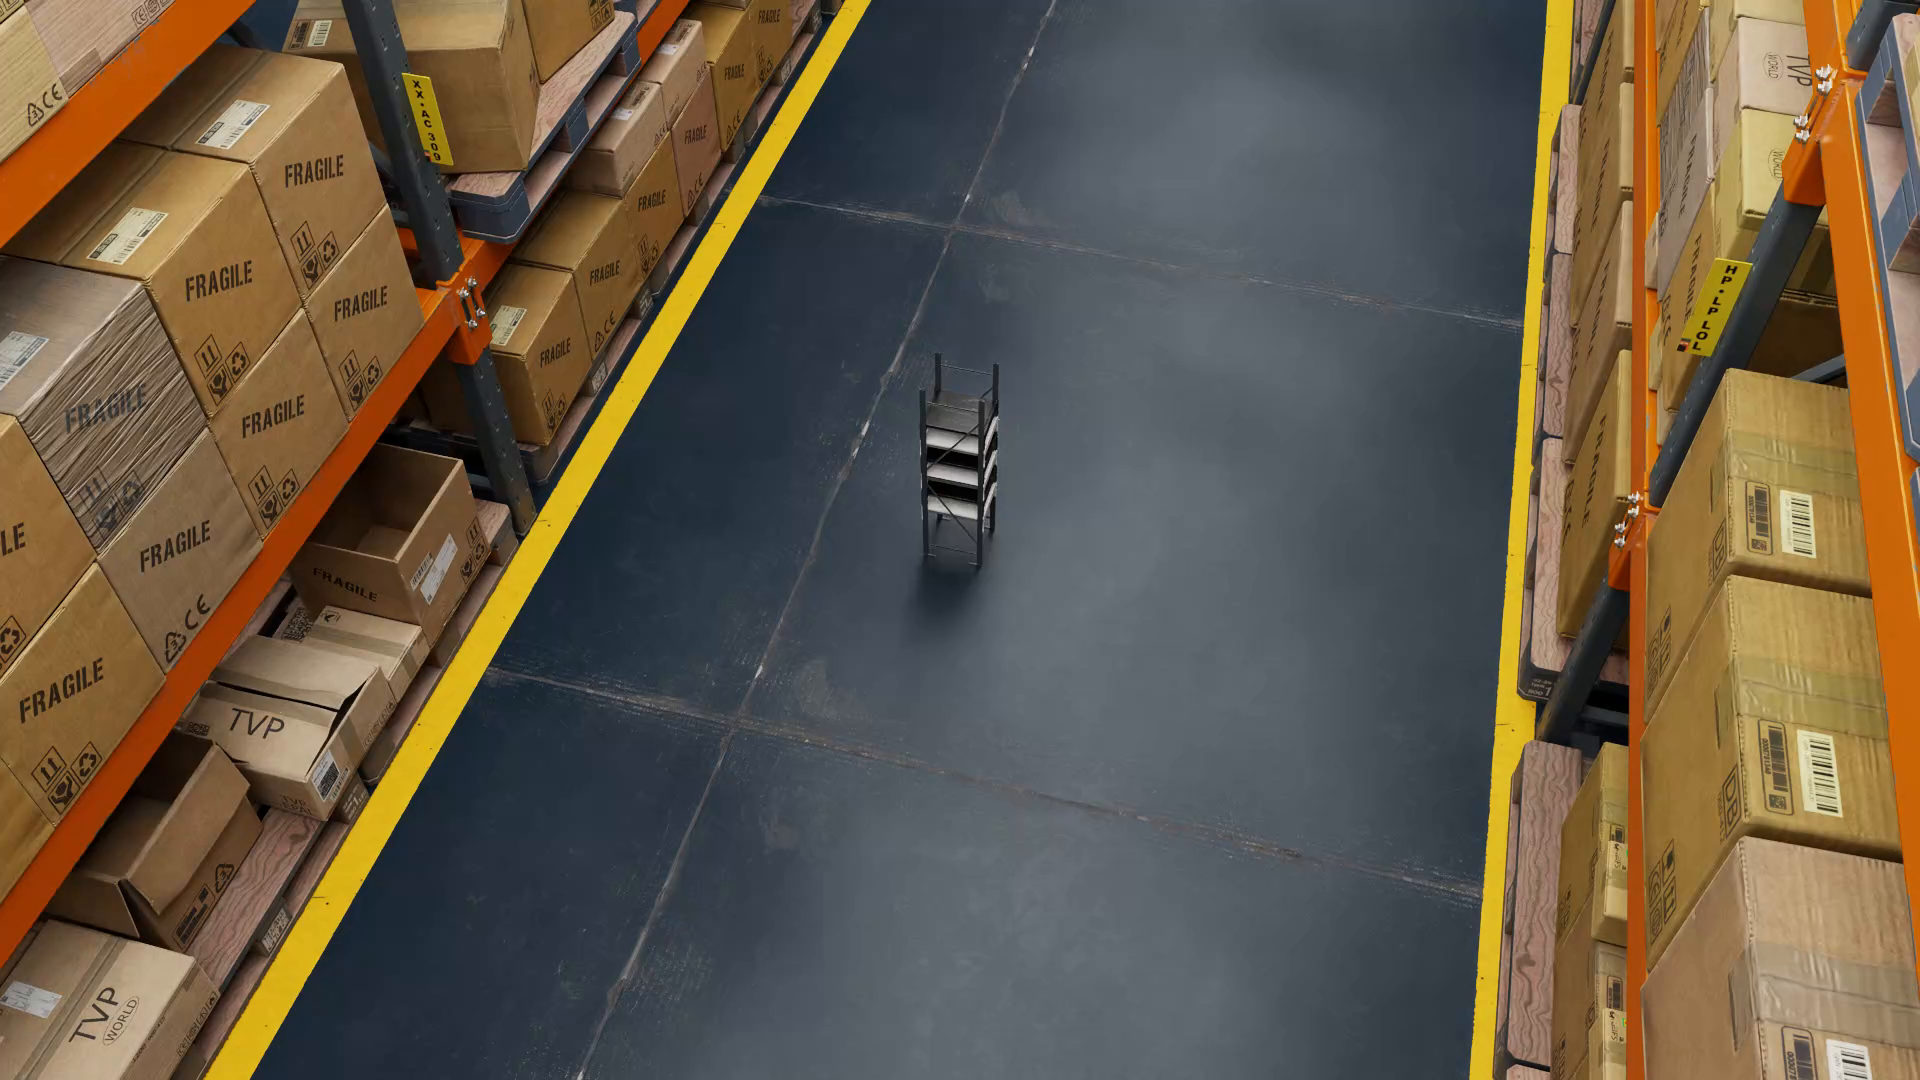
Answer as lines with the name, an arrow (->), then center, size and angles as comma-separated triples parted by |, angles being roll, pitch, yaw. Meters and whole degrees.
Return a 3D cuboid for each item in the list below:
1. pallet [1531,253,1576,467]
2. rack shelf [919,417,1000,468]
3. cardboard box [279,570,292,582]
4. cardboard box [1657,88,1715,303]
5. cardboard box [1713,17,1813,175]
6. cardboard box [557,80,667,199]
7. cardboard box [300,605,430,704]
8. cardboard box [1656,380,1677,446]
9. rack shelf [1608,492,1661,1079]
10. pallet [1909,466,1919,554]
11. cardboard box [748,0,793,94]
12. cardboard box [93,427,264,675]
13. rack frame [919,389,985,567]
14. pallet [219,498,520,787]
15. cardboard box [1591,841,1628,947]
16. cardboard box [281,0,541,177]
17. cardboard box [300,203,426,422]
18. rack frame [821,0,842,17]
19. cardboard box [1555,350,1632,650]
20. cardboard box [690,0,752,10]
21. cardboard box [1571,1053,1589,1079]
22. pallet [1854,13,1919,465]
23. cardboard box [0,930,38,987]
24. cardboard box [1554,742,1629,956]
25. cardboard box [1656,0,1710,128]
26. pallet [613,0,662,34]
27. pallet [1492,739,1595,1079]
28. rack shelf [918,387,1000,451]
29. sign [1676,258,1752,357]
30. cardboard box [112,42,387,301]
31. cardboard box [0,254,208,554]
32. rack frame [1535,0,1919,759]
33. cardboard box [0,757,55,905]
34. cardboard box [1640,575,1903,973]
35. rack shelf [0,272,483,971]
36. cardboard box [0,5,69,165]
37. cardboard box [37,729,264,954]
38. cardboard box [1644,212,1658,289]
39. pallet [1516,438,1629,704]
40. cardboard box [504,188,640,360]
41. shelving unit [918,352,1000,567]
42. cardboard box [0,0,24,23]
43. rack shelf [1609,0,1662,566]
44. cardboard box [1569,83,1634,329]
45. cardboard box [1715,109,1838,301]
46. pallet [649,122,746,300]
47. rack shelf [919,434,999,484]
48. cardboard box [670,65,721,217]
pallet -> 3.018, -0.705, 7.150 | 1.003, 0.211, 1.213 | 12, 50, 10
rack shelf -> -0.002, -0.389, 6.216 | 0.258, 0.077, 0.200 | 12, 50, 10
cardboard box -> -2.531, -0.139, 6.291 | 0.500, 0.311, 0.500 | 12, 50, 10
cardboard box -> 2.571, -1.062, 5.327 | 0.500, 0.500, 0.500 | 12, 50, 10
cardboard box -> 2.588, -1.312, 5.047 | 0.500, 0.250, 0.500 | 13, 50, 11
cardboard box -> -1.586, -1.736, 7.074 | 0.500, 0.250, 0.500 | 12, 50, 10
cardboard box -> -2.129, 0.405, 5.919 | 0.380, 0.149, 0.250 | 12, 50, 10
cardboard box -> 2.384, -0.393, 5.169 | 0.380, 0.149, 0.250 | 12, 50, 10
rack shelf -> 2.042, 1.516, 3.810 | 1.077, 0.370, 4.000 | 12, 50, 10
pallet -> 2.020, 0.337, 2.429 | 1.003, 0.211, 1.213 | 12, 50, 10
cardboard box -> -1.179, -2.633, 8.366 | 0.500, 0.500, 0.500 | 13, 50, 12
cardboard box -> -2.363, -0.020, 4.619 | 0.500, 0.500, 0.500 | 13, 50, 11
rack frame -> -0.029, -0.218, 6.261 | 0.240, 0.900, 0.006 | 12, 50, 10
pallet -> -2.393, 0.276, 6.285 | 1.003, 0.211, 1.213 | 12, 50, 10
cardboard box -> 2.006, 1.037, 4.707 | 0.380, 0.149, 0.250 | 13, 50, 11
cardboard box -> -1.871, -1.614, 5.746 | 0.700, 0.500, 0.500 | -3, 49, -3
cardboard box -> -2.096, -0.765, 5.276 | 0.500, 0.500, 0.500 | 12, 50, 11
rack frame -> -1.159, -4.037, 8.231 | 1.000, 3.000, 0.127 | 12, 50, 10
cardboard box -> 2.614, -0.092, 5.903 | 0.750, 0.750, 0.750 | 12, 50, 10
cardboard box -> -1.189, -2.839, 8.048 | 0.500, 0.250, 0.500 | 13, 50, 11
cardboard box -> 2.000, 1.773, 4.490 | 0.700, 0.500, 0.500 | 13, 50, 11
pallet -> 2.343, -0.542, 3.206 | 1.003, 0.211, 1.213 | 12, 50, 10
cardboard box -> -3.080, 1.391, 4.981 | 0.500, 0.250, 0.500 | 12, 50, 10
cardboard box -> 2.273, 1.040, 5.138 | 0.700, 0.500, 0.500 | 12, 50, 11
cardboard box -> 2.838, -1.786, 5.966 | 0.500, 0.500, 0.500 | 13, 50, 11
pallet -> -1.666, -2.566, 7.061 | 1.003, 0.211, 1.213 | 12, 50, 10
pallet -> 2.293, 1.288, 5.391 | 1.003, 0.211, 1.213 | 12, 50, 10
rack shelf -> -0.002, -0.449, 6.149 | 0.258, 0.077, 0.200 | 12, 50, 10
sign -> 2.042, -0.626, 4.501 | 0.100, 0.325, 0.005 | 12, 50, 10
cardboard box -> -2.095, -1.091, 4.897 | 0.500, 0.500, 0.500 | 12, 50, 10
cardboard box -> -2.360, -0.355, 4.248 | 0.500, 0.500, 0.500 | 12, 50, 10
rack frame -> 2.568, -0.169, 4.817 | 1.000, 3.000, 0.127 | 12, 50, 10
cardboard box -> -2.628, 0.711, 3.974 | 0.500, 0.500, 0.500 | 11, 50, 10
cardboard box -> 2.212, 0.648, 3.896 | 0.980, 0.700, 0.700 | 10, 49, 9
rack shelf -> -2.738, 0.541, 4.671 | 1.077, 0.370, 4.000 | 12, 50, 10
cardboard box -> -2.348, -0.960, 3.615 | 0.500, 0.250, 0.500 | 12, 50, 10
cardboard box -> -2.701, 0.897, 5.248 | 0.797, 0.503, 0.637 | 12, 50, 10
cardboard box -> 2.552, -0.961, 5.671 | 0.380, 0.149, 0.250 | 12, 50, 10
pallet -> 2.699, 0.181, 6.369 | 1.003, 0.211, 1.213 | 12, 50, 10
cardboard box -> -1.720, -1.152, 7.059 | 0.500, 0.500, 0.500 | 12, 50, 11
shelving unit -> -0.002, -0.292, 6.326 | 0.258, 0.900, 0.210 | 12, 50, 10
cardboard box -> -2.346, -1.125, 3.427 | 0.500, 0.250, 0.500 | 12, 50, 10
rack shelf -> 3.095, -1.378, 6.364 | 1.077, 0.370, 4.000 | 12, 50, 10
cardboard box -> 3.064, -1.352, 7.015 | 0.750, 0.750, 0.750 | 11, 50, 10
cardboard box -> 2.444, -0.944, 4.722 | 0.500, 0.250, 0.500 | 13, 50, 11
pallet -> -1.715, -1.702, 8.030 | 1.003, 0.211, 1.213 | 12, 50, 10
rack shelf -> -0.002, -0.329, 6.284 | 0.258, 0.077, 0.200 | 12, 50, 10
cardboard box -> -1.447, -1.878, 7.699 | 0.500, 0.500, 0.500 | 10, 49, 9
